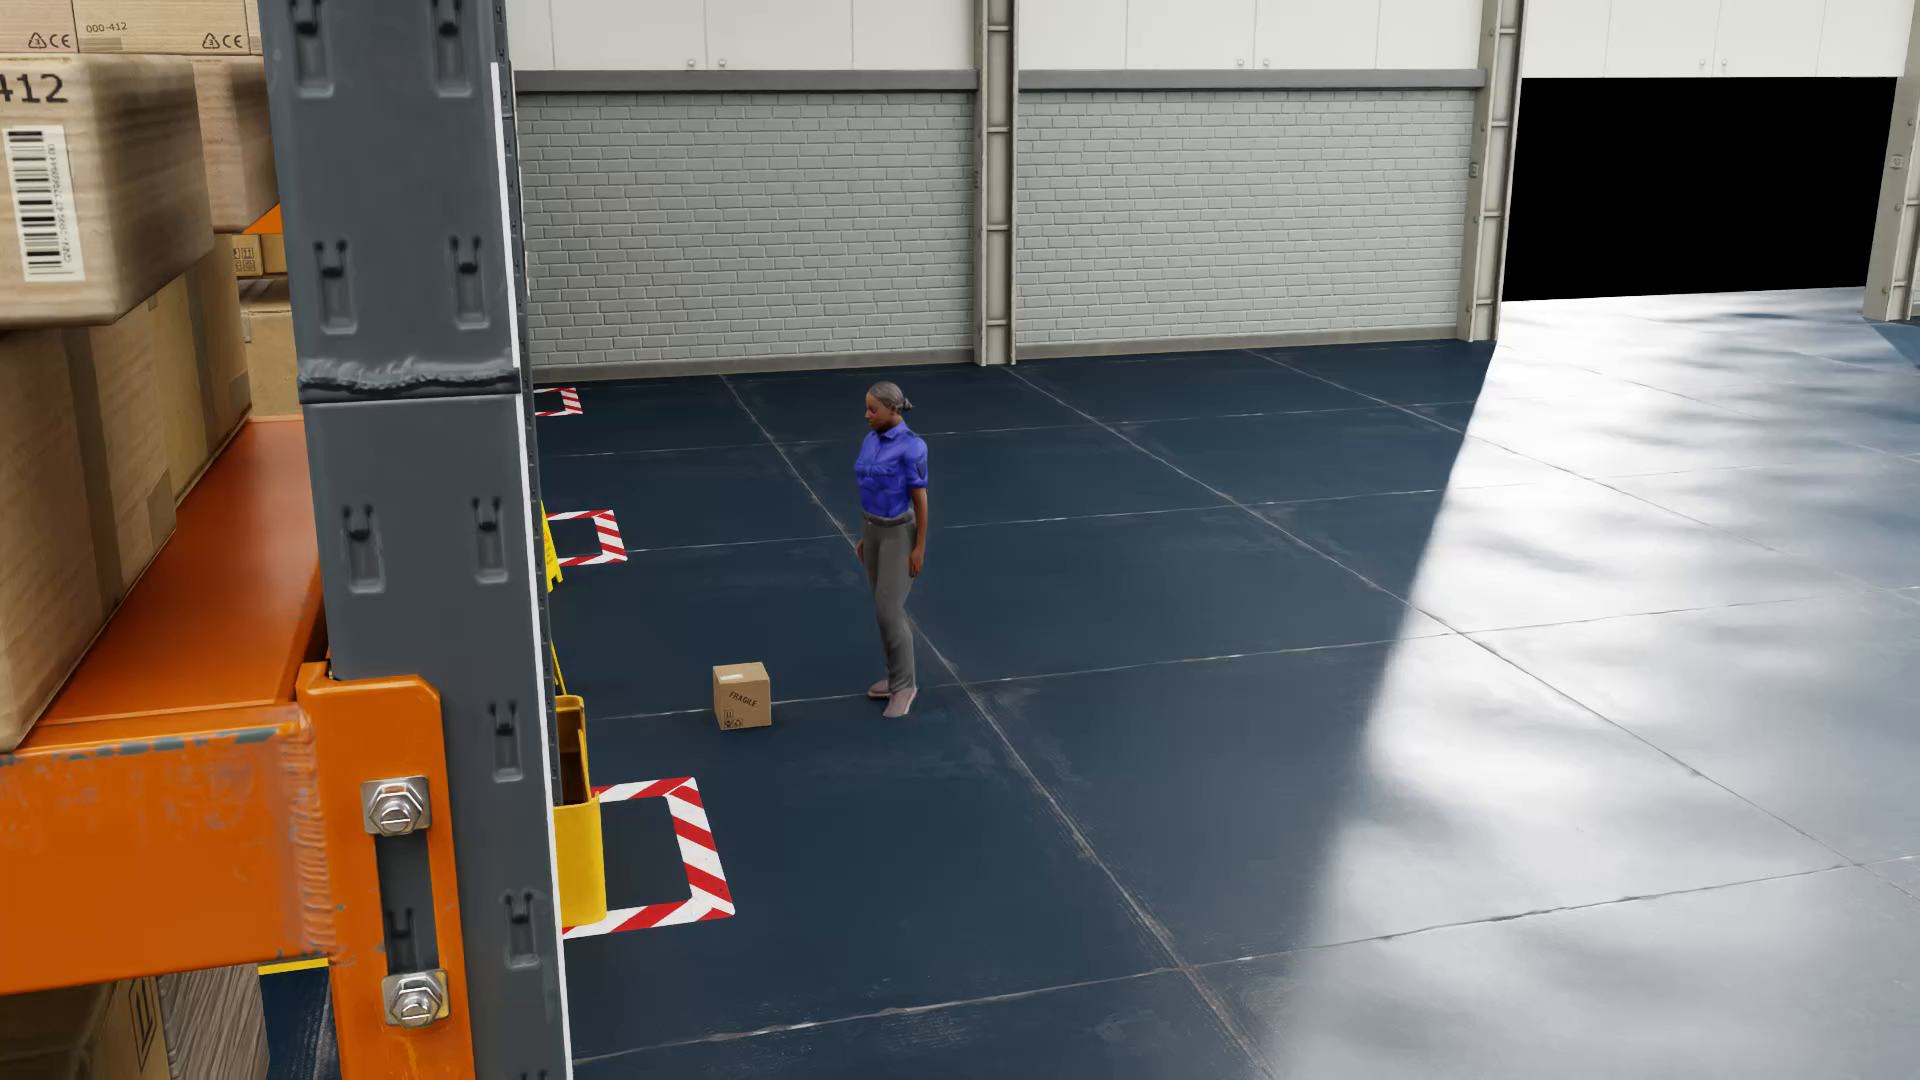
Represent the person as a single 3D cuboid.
[{"bbox_3d":[-0.372,0.146,8.486,0.388,1.509,0.507,-13,21,-38],"label":"person"}]
